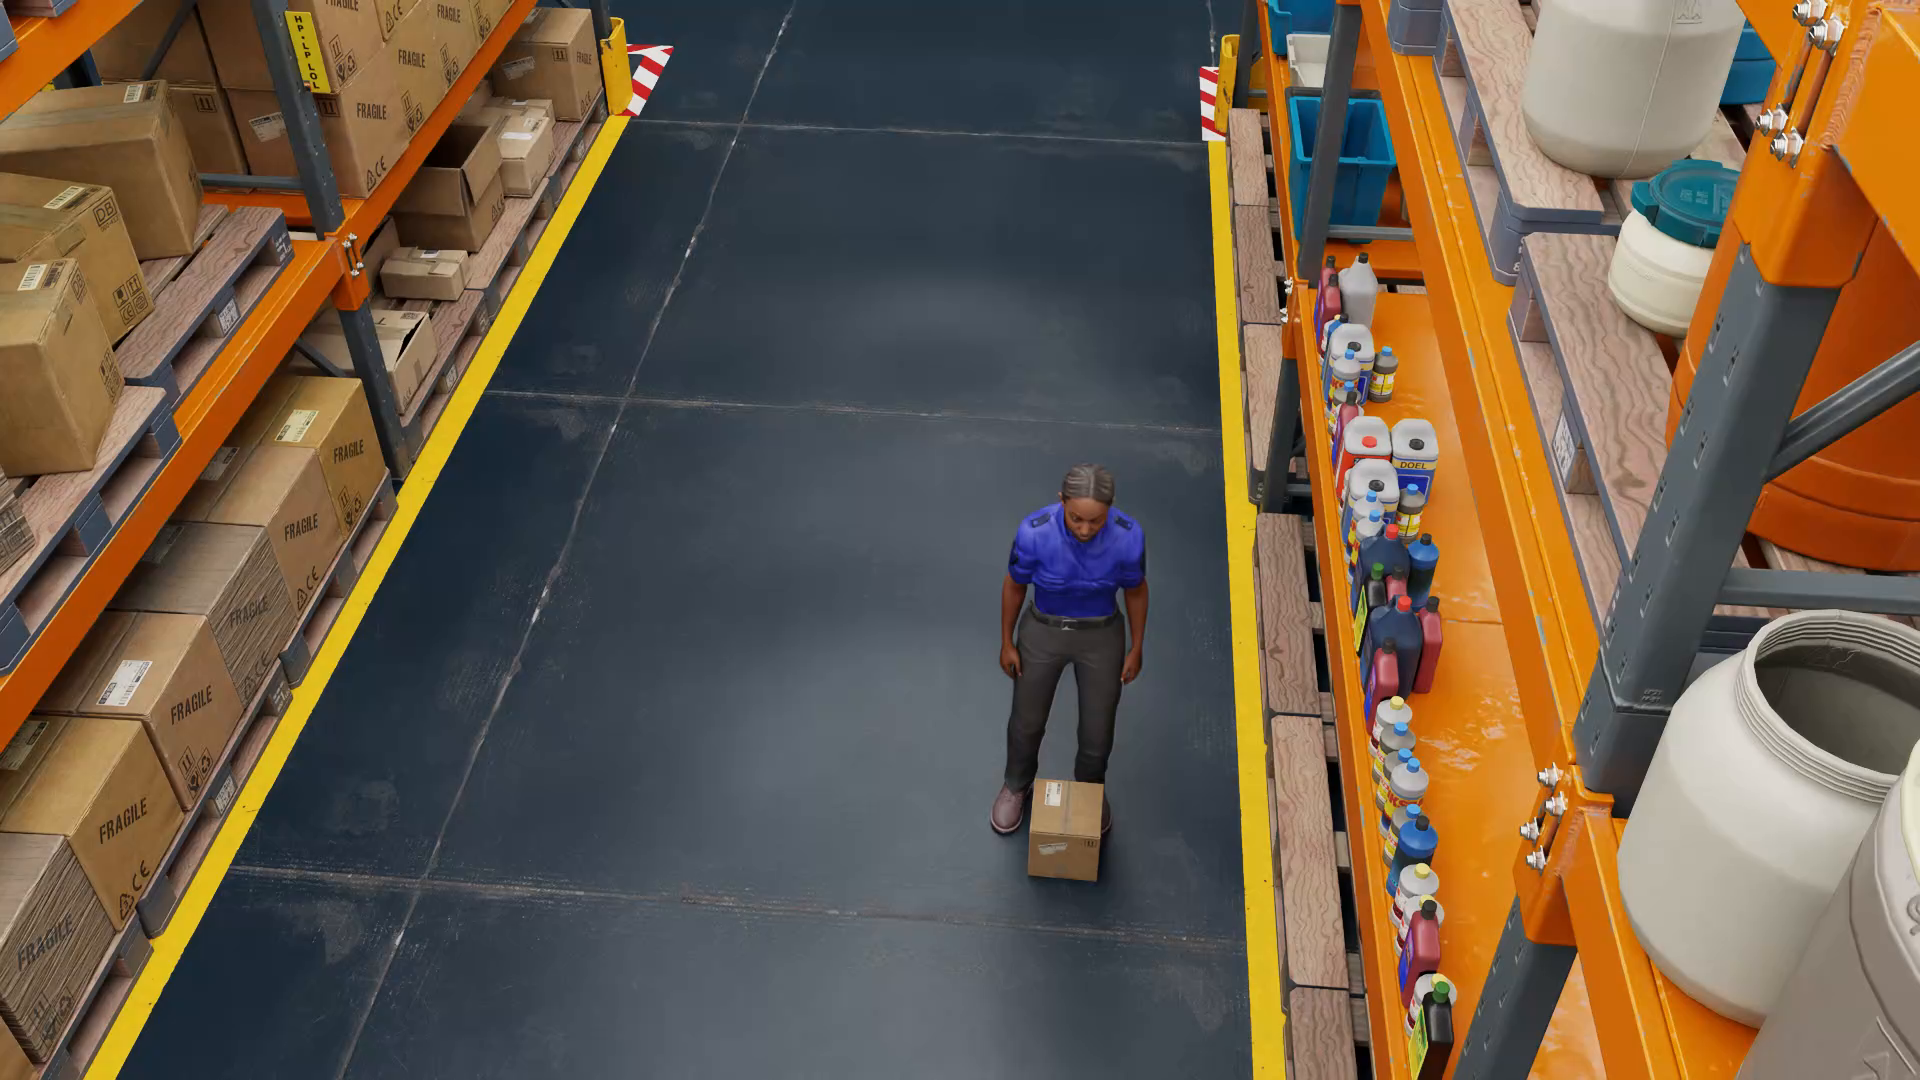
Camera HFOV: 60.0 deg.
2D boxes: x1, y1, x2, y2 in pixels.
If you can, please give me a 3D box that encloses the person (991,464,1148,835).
[{"bbox_3d":[0.377,0.363,5.733,0.515,1.654,0.352,2,40,3],"label":"person"}]
